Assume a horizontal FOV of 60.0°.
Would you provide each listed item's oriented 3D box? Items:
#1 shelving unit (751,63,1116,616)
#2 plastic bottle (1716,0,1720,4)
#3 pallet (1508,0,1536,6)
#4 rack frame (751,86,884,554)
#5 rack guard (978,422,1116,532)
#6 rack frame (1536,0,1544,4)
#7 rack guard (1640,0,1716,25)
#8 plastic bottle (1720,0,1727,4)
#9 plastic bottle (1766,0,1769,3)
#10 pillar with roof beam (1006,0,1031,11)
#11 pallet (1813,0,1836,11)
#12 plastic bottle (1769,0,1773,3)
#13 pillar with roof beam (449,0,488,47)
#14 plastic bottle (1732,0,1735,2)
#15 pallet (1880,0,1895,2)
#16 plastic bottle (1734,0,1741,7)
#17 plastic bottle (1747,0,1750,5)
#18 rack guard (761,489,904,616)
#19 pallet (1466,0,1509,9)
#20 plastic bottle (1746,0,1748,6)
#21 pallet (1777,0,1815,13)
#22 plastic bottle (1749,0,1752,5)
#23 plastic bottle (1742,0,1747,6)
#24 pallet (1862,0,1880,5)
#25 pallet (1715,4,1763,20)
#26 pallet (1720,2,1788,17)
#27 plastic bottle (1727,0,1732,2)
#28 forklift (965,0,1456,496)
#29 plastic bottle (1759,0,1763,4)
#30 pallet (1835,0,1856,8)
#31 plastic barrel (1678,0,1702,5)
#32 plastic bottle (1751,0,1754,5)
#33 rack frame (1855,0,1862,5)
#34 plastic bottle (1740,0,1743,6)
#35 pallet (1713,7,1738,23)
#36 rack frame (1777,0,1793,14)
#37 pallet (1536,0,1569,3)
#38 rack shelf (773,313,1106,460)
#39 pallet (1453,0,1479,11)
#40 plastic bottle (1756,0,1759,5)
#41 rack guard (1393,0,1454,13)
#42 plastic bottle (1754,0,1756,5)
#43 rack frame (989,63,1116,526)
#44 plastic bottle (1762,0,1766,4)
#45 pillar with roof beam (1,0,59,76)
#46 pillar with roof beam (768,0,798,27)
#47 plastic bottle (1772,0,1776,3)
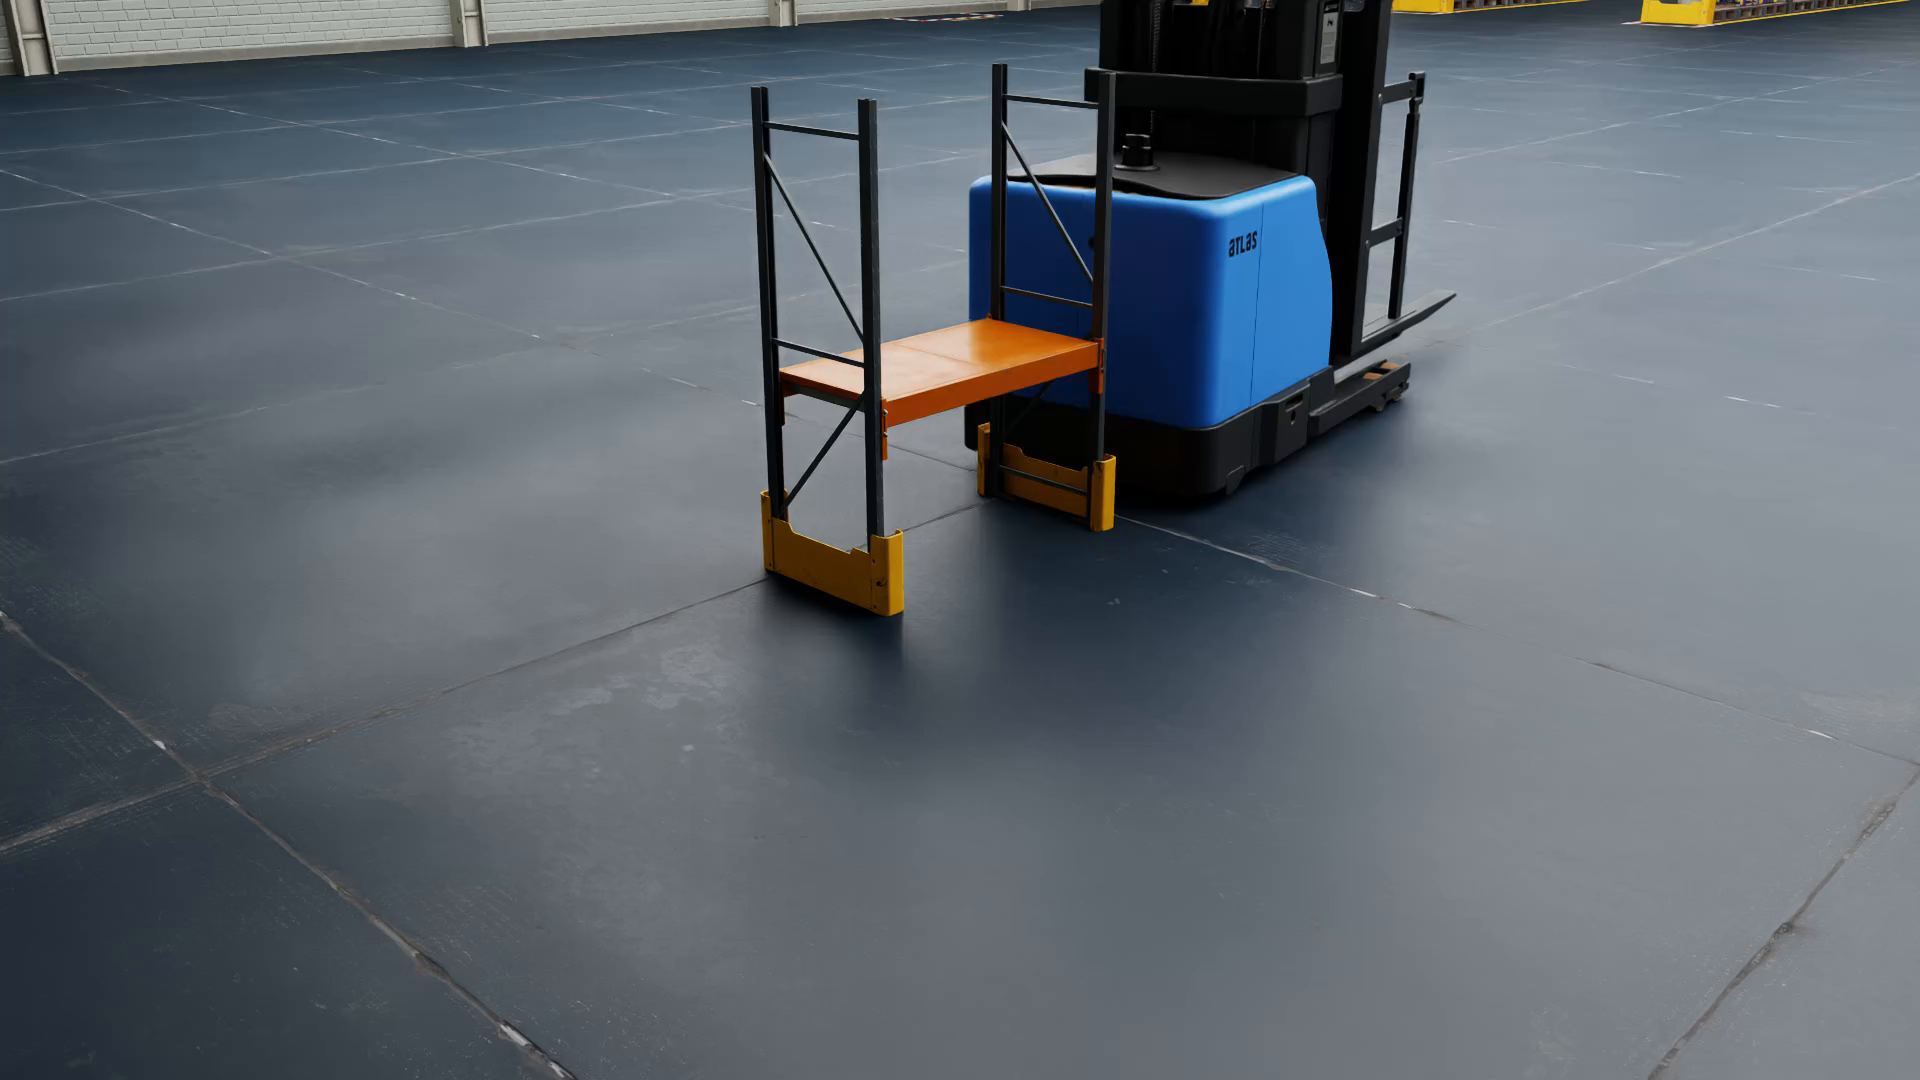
[{"bbox_3d":[-0.053,-0.680,5.255,0.587,1.500,1.083,19,28,41],"label":"shelving unit"},{"bbox_3d":[14.051,-10.055,30.841,0.097,0.201,0.097,0,21,0],"label":"plastic bottle"},{"bbox_3d":[11.221,-11.229,34.495,1.003,0.211,1.213,19,28,41],"label":"pallet"},{"bbox_3d":[-0.414,-0.547,4.908,0.500,1.500,0.032,19,28,41],"label":"rack frame"},{"bbox_3d":[0.294,-0.225,5.812,0.587,0.250,0.087,19,28,41],"label":"rack guard"},{"bbox_3d":[11.806,-12.725,34.500,1.000,3.000,0.127,19,28,41],"label":"rack frame"},{"bbox_3d":[12.581,-9.320,29.127,1.175,0.500,0.348,19,28,41],"label":"rack guard"},{"bbox_3d":[14.187,-10.126,30.922,0.152,0.276,0.135,19,28,41],"label":"plastic bottle"},{"bbox_3d":[14.975,-10.166,30.921,0.144,0.351,0.185,18,27,38],"label":"plastic bottle"},{"bbox_3d":[4.231,-13.512,28.187,9.100,9.000,0.400,19,28,41],"label":"pillar with roof beam"},{"bbox_3d":[16.723,-10.709,33.142,1.003,0.211,1.213,19,28,41],"label":"pallet"},{"bbox_3d":[15.109,-10.215,31.050,0.144,0.351,0.185,18,28,39],"label":"plastic bottle"},{"bbox_3d":[-4.141,-10.428,20.161,9.100,9.000,0.400,19,28,41],"label":"pillar with roof beam"},{"bbox_3d":[14.595,-10.313,31.305,0.144,0.351,0.185,19,28,41],"label":"plastic bottle"},{"bbox_3d":[19.514,-11.736,35.814,1.003,0.211,1.213,19,28,41],"label":"pallet"},{"bbox_3d":[14.050,-9.776,30.017,0.097,0.271,0.097,0,21,0],"label":"plastic bottle"},{"bbox_3d":[14.359,-9.889,30.313,0.097,0.271,0.097,0,21,0],"label":"plastic bottle"},{"bbox_3d":[-0.401,0.031,5.146,0.587,0.250,0.087,19,28,41],"label":"rack guard"},{"bbox_3d":[10.370,-10.914,33.676,1.003,0.211,1.213,19,28,41],"label":"pallet"},{"bbox_3d":[14.289,-9.864,30.246,0.097,0.271,0.097,0,21,0],"label":"plastic bottle"},{"bbox_3d":[15.872,-10.394,32.323,1.003,0.211,1.213,19,28,41],"label":"pallet"},{"bbox_3d":[14.428,-9.882,30.392,0.097,0.201,0.097,0,21,0],"label":"plastic bottle"},{"bbox_3d":[14.221,-9.835,30.154,0.133,0.283,0.061,-20,28,-41],"label":"plastic bottle"},{"bbox_3d":[18.663,-11.424,35.002,1.003,0.211,1.213,19,28,41],"label":"pallet"},{"bbox_3d":[14.002,-9.705,30.530,1.003,0.211,1.213,19,28,41],"label":"pallet"},{"bbox_3d":[14.854,-10.020,31.350,1.003,0.211,1.213,19,28,41],"label":"pallet"},{"bbox_3d":[14.477,-10.245,31.237,0.097,0.271,0.097,0,21,0],"label":"plastic bottle"},{"bbox_3d":[1.274,-1.992,6.672,1.130,2.935,3.031,14,25,32],"label":"forklift"},{"bbox_3d":[14.750,-10.083,30.705,0.144,0.351,0.185,19,28,40],"label":"plastic bottle"},{"bbox_3d":[17.574,-11.021,33.954,1.003,0.211,1.213,19,28,41],"label":"pallet"},{"bbox_3d":[12.966,-9.679,29.458,0.421,0.512,0.421,0,21,0],"label":"plastic barrel"},{"bbox_3d":[14.500,-9.942,30.448,0.097,0.271,0.097,0,21,0],"label":"plastic bottle"},{"bbox_3d":[18.142,-12.512,33.947,1.000,3.000,0.127,19,28,41],"label":"rack frame"},{"bbox_3d":[14.122,-9.770,30.099,0.097,0.201,0.097,0,21,0],"label":"plastic bottle"},{"bbox_3d":[13.151,-9.393,29.718,1.003,0.211,1.213,19,28,41],"label":"pallet"},{"bbox_3d":[15.352,-11.484,31.272,1.000,3.000,0.127,19,28,41],"label":"rack frame"},{"bbox_3d":[12.292,-11.622,35.518,1.003,0.211,1.213,19,28,41],"label":"pallet"},{"bbox_3d":[-0.060,-0.510,5.313,0.538,0.185,1.000,19,28,41],"label":"rack shelf"},{"bbox_3d":[9.519,-10.602,32.864,1.003,0.211,1.213,19,28,41],"label":"pallet"},{"bbox_3d":[14.634,-10.007,30.613,0.135,0.276,0.152,-20,28,-41],"label":"plastic bottle"},{"bbox_3d":[8.998,-10.523,32.257,1.175,0.500,0.348,19,28,41],"label":"rack guard"},{"bbox_3d":[14.571,-9.935,30.529,0.097,0.201,0.097,0,21,0],"label":"plastic bottle"},{"bbox_3d":[0.295,-0.809,5.588,0.500,1.500,0.032,19,28,41],"label":"rack frame"},{"bbox_3d":[14.892,-10.082,30.797,0.133,0.283,0.061,-18,27,-39],"label":"plastic bottle"},{"bbox_3d":[-8.326,-8.885,16.149,9.100,9.000,0.400,19,28,41],"label":"pillar with roof beam"},{"bbox_3d":[0.045,-11.970,24.174,9.100,9.000,0.400,19,28,41],"label":"pillar with roof beam"},{"bbox_3d":[15.253,-10.215,31.144,0.133,0.283,0.061,-18,28,-39],"label":"plastic bottle"}]
